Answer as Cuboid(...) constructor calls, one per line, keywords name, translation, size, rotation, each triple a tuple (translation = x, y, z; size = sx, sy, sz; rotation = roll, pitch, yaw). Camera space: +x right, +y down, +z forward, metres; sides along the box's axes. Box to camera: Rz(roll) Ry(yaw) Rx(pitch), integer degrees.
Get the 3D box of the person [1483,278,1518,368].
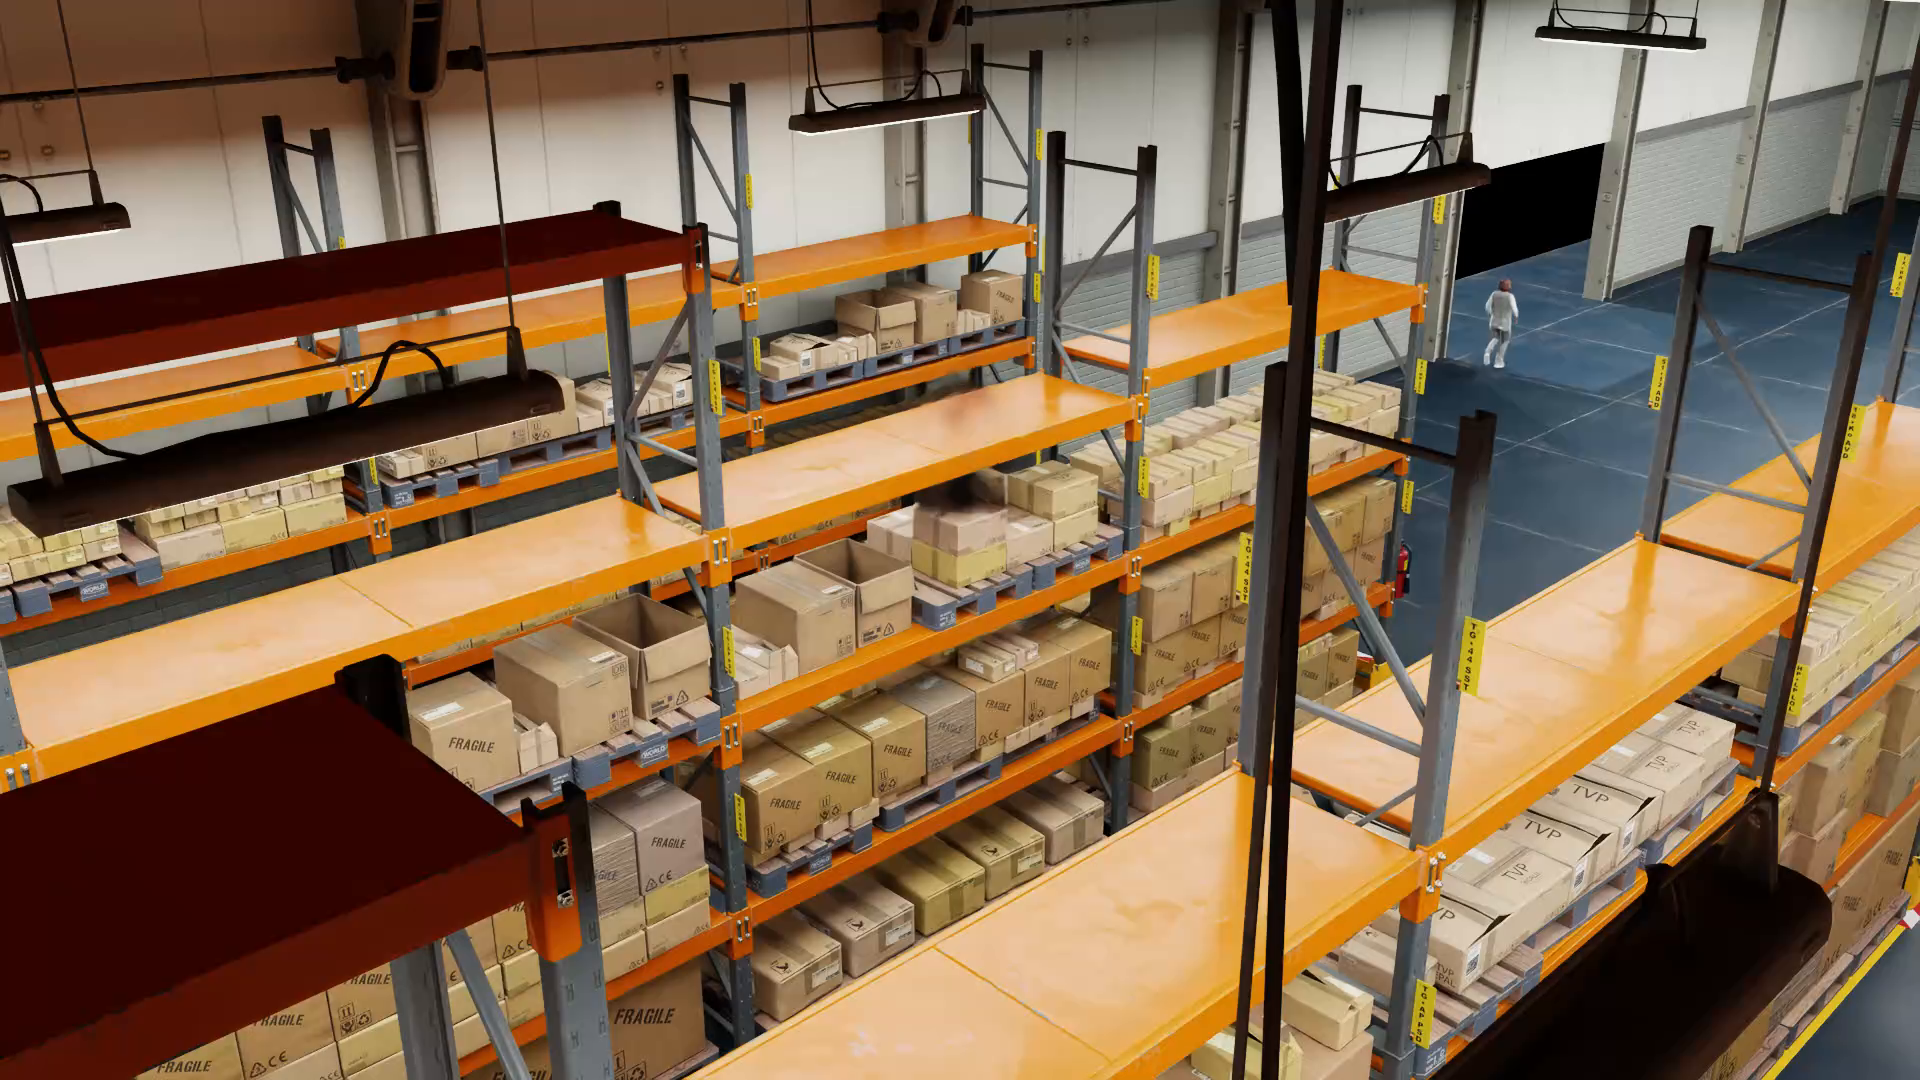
Cuboid(name="person", translation=(8.959, -3.568, 27.476), size=(0.568, 1.545, 0.552), rotation=(18, 29, 37))
